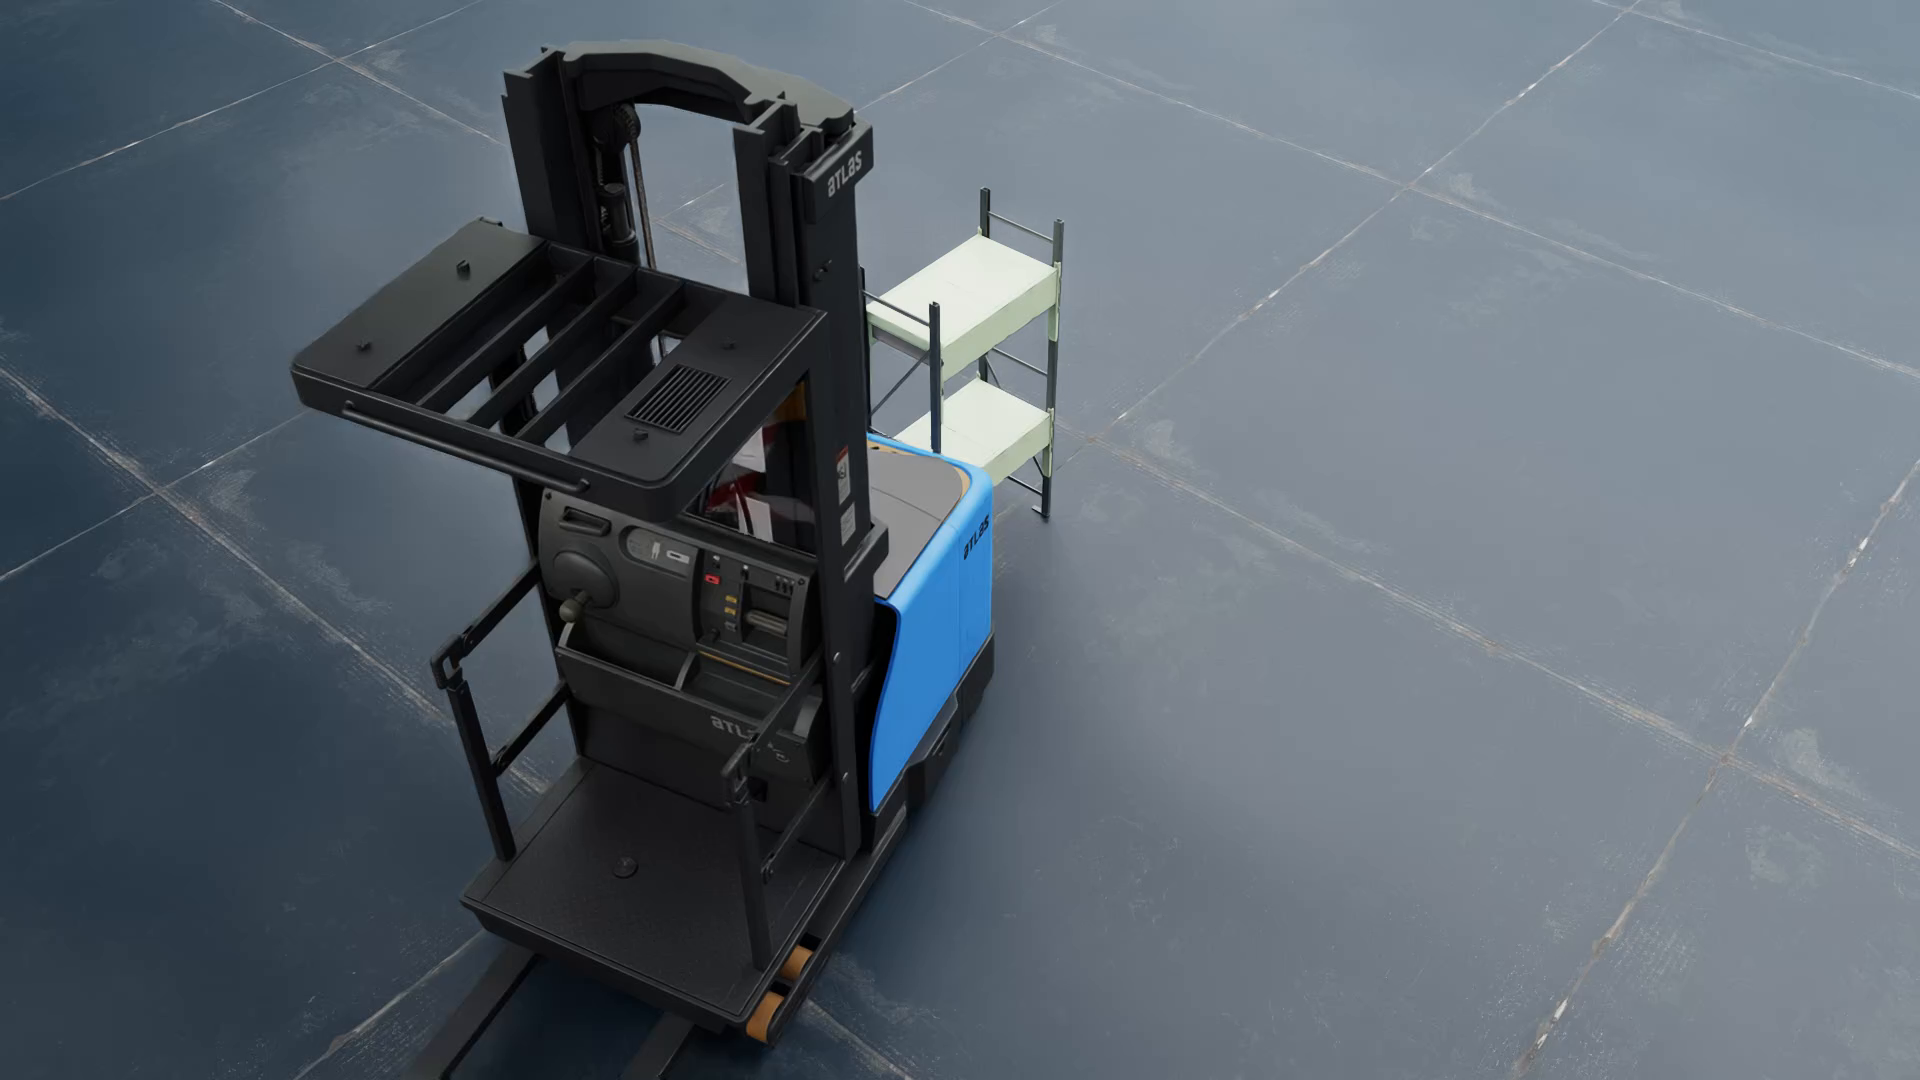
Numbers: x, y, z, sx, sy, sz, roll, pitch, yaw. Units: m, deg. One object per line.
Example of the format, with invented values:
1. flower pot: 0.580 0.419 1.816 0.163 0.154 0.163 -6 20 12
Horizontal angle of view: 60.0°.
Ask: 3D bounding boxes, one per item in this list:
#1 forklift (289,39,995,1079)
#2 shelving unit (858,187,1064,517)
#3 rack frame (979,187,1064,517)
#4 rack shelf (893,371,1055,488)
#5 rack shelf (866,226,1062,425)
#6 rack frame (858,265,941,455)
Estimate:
1. forklift: -0.954 0.216 4.834 1.130 2.935 3.031 18 45 18
2. shelving unit: 0.004 -0.558 6.749 0.431 1.500 0.755 29 50 28
3. rack frame: 0.240 -0.747 6.957 0.400 1.500 0.023 29 50 28
4. rack shelf: 0.004 -0.317 6.969 0.431 0.370 0.720 29 50 28
5. rack shelf: 0.004 -0.847 6.487 0.431 0.370 0.720 29 50 28
6. rack frame: -0.231 -0.370 6.542 0.400 1.500 0.023 29 50 28
